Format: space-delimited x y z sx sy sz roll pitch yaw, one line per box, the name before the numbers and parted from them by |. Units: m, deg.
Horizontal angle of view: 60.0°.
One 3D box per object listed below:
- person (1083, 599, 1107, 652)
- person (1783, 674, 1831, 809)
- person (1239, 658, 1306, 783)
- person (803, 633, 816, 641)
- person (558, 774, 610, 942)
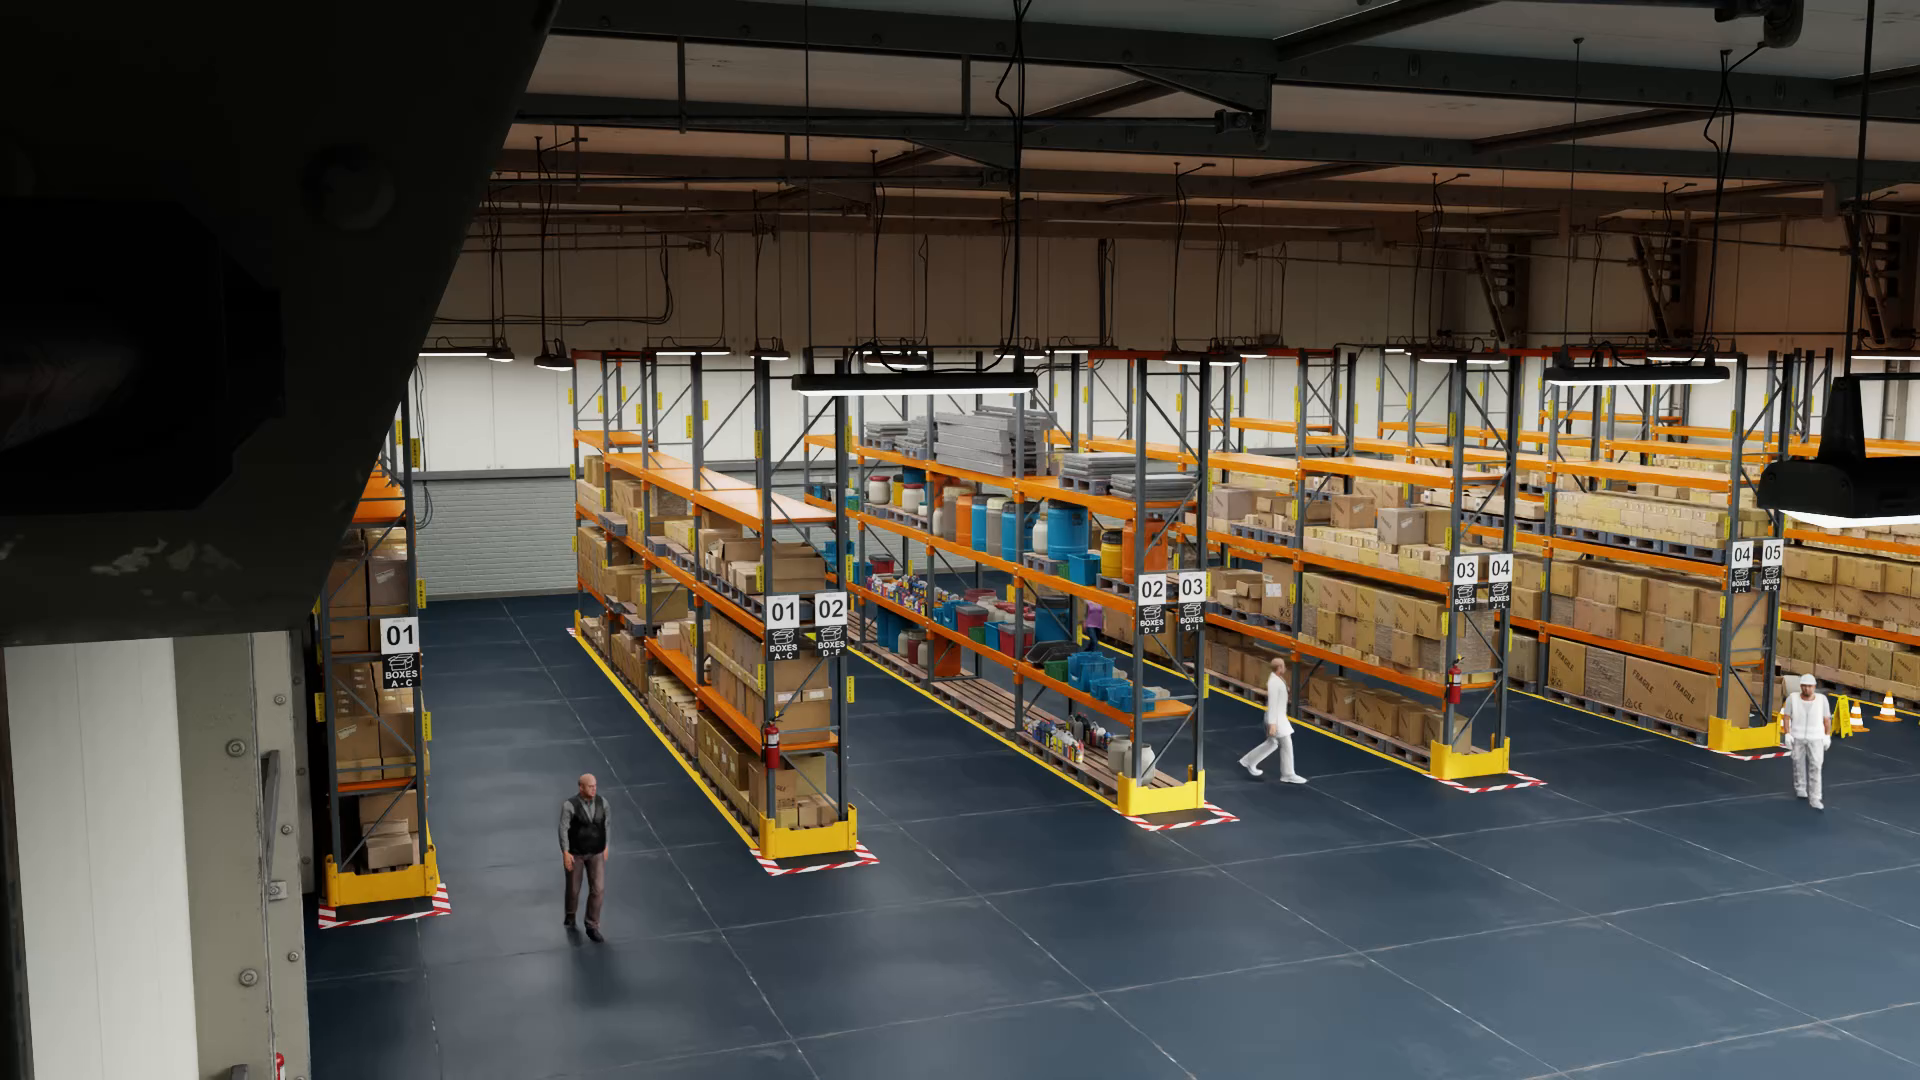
person | 2.554 1.637 31.464 0.397 1.537 0.972 -3 8 -23
person | 11.364 2.665 22.346 0.585 1.739 0.929 4 8 32
person | 4.456 2.534 23.591 0.932 1.750 0.634 1 7 11
person | -2.525 1.760 28.523 0.677 1.523 1.084 -2 7 -18
person | -3.948 3.328 17.589 0.609 1.724 0.741 -5 9 -35
